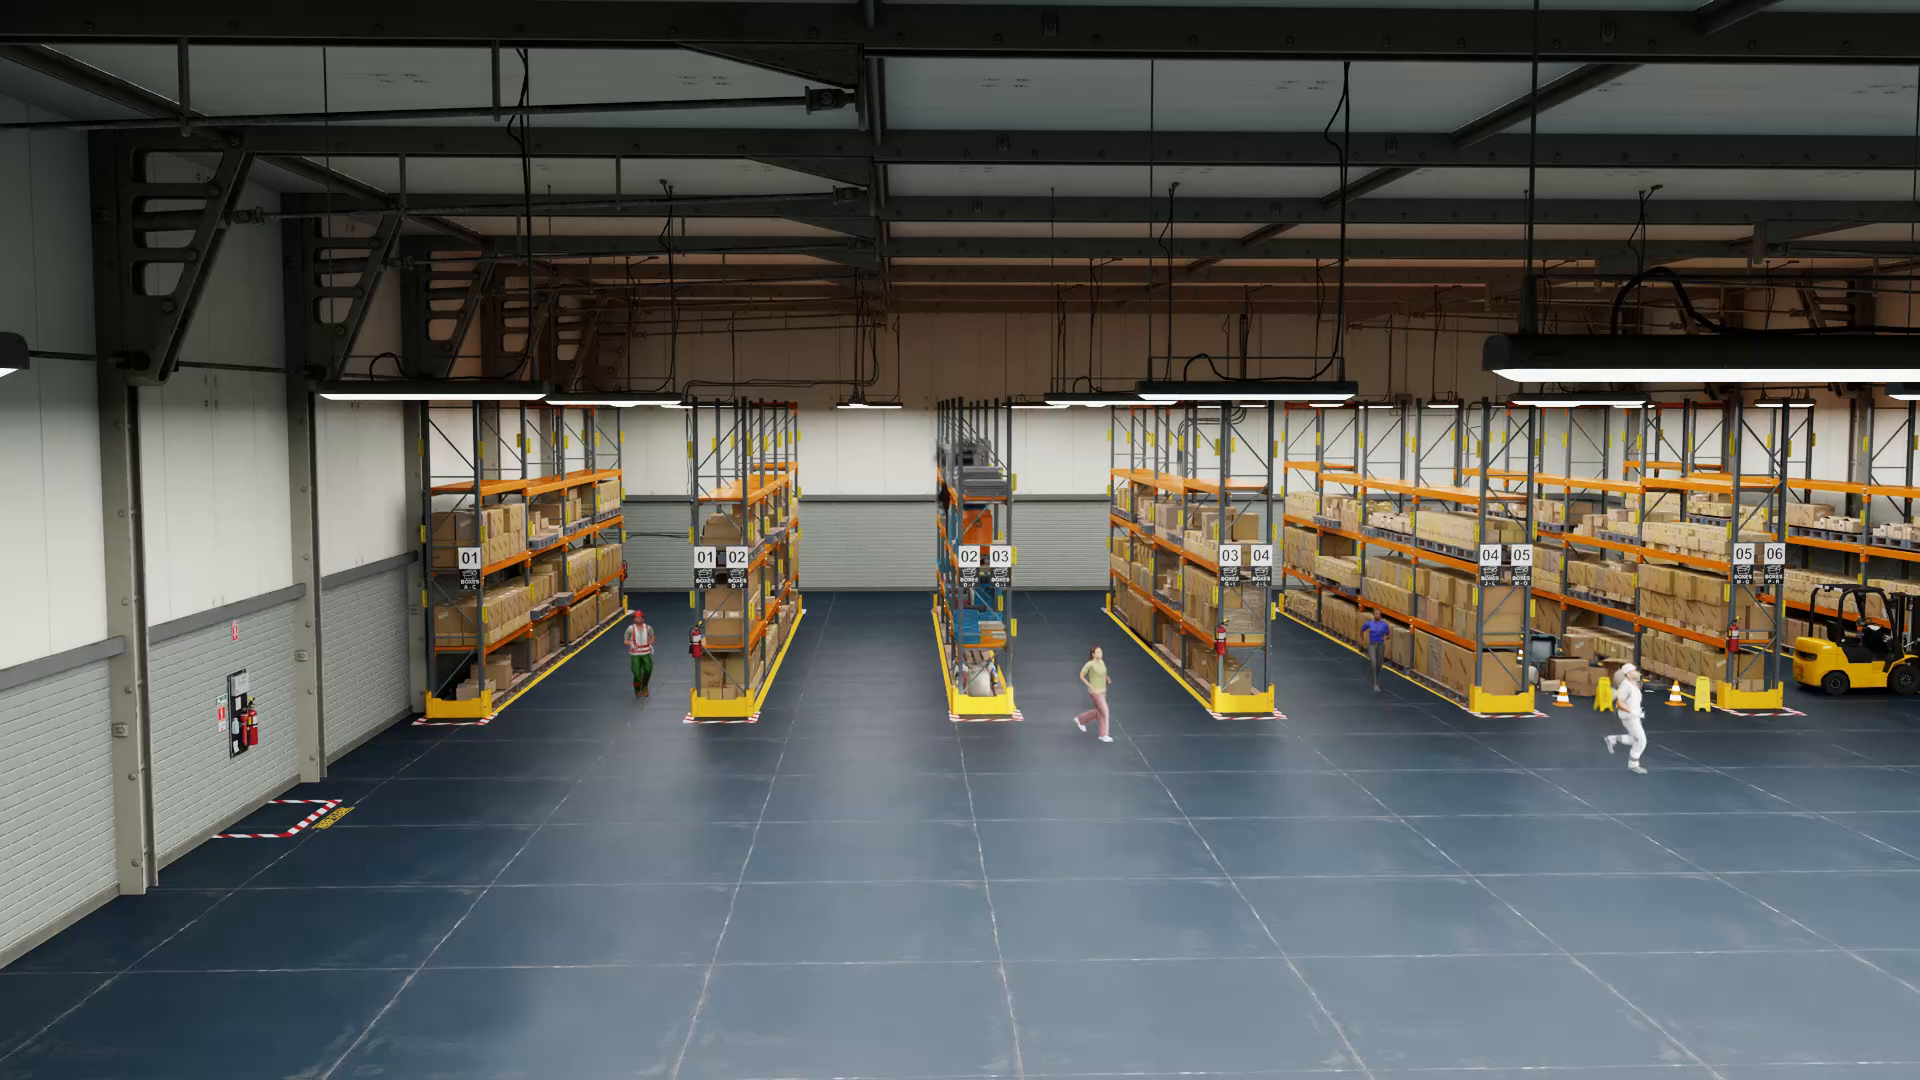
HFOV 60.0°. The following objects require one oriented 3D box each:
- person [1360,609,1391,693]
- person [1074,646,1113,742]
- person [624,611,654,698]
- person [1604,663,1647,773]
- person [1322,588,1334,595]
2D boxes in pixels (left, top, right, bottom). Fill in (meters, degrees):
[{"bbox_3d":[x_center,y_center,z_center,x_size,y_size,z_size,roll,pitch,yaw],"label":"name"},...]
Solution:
[{"bbox_3d":[8.544,2.239,34.174,0.580,1.667,0.913,0,4,-2],"label":"person"},{"bbox_3d":[2.353,2.663,29.051,0.785,1.663,0.573,3,6,38],"label":"person"},{"bbox_3d":[-6.342,2.283,33.062,0.628,1.753,0.632,-2,5,-20],"label":"person"},{"bbox_3d":[10.622,2.822,26.516,0.675,1.725,0.676,3,5,31],"label":"person"},{"bbox_3d":[10.808,1.125,48.839,0.654,1.689,0.545,-1,5,-15],"label":"person"}]
